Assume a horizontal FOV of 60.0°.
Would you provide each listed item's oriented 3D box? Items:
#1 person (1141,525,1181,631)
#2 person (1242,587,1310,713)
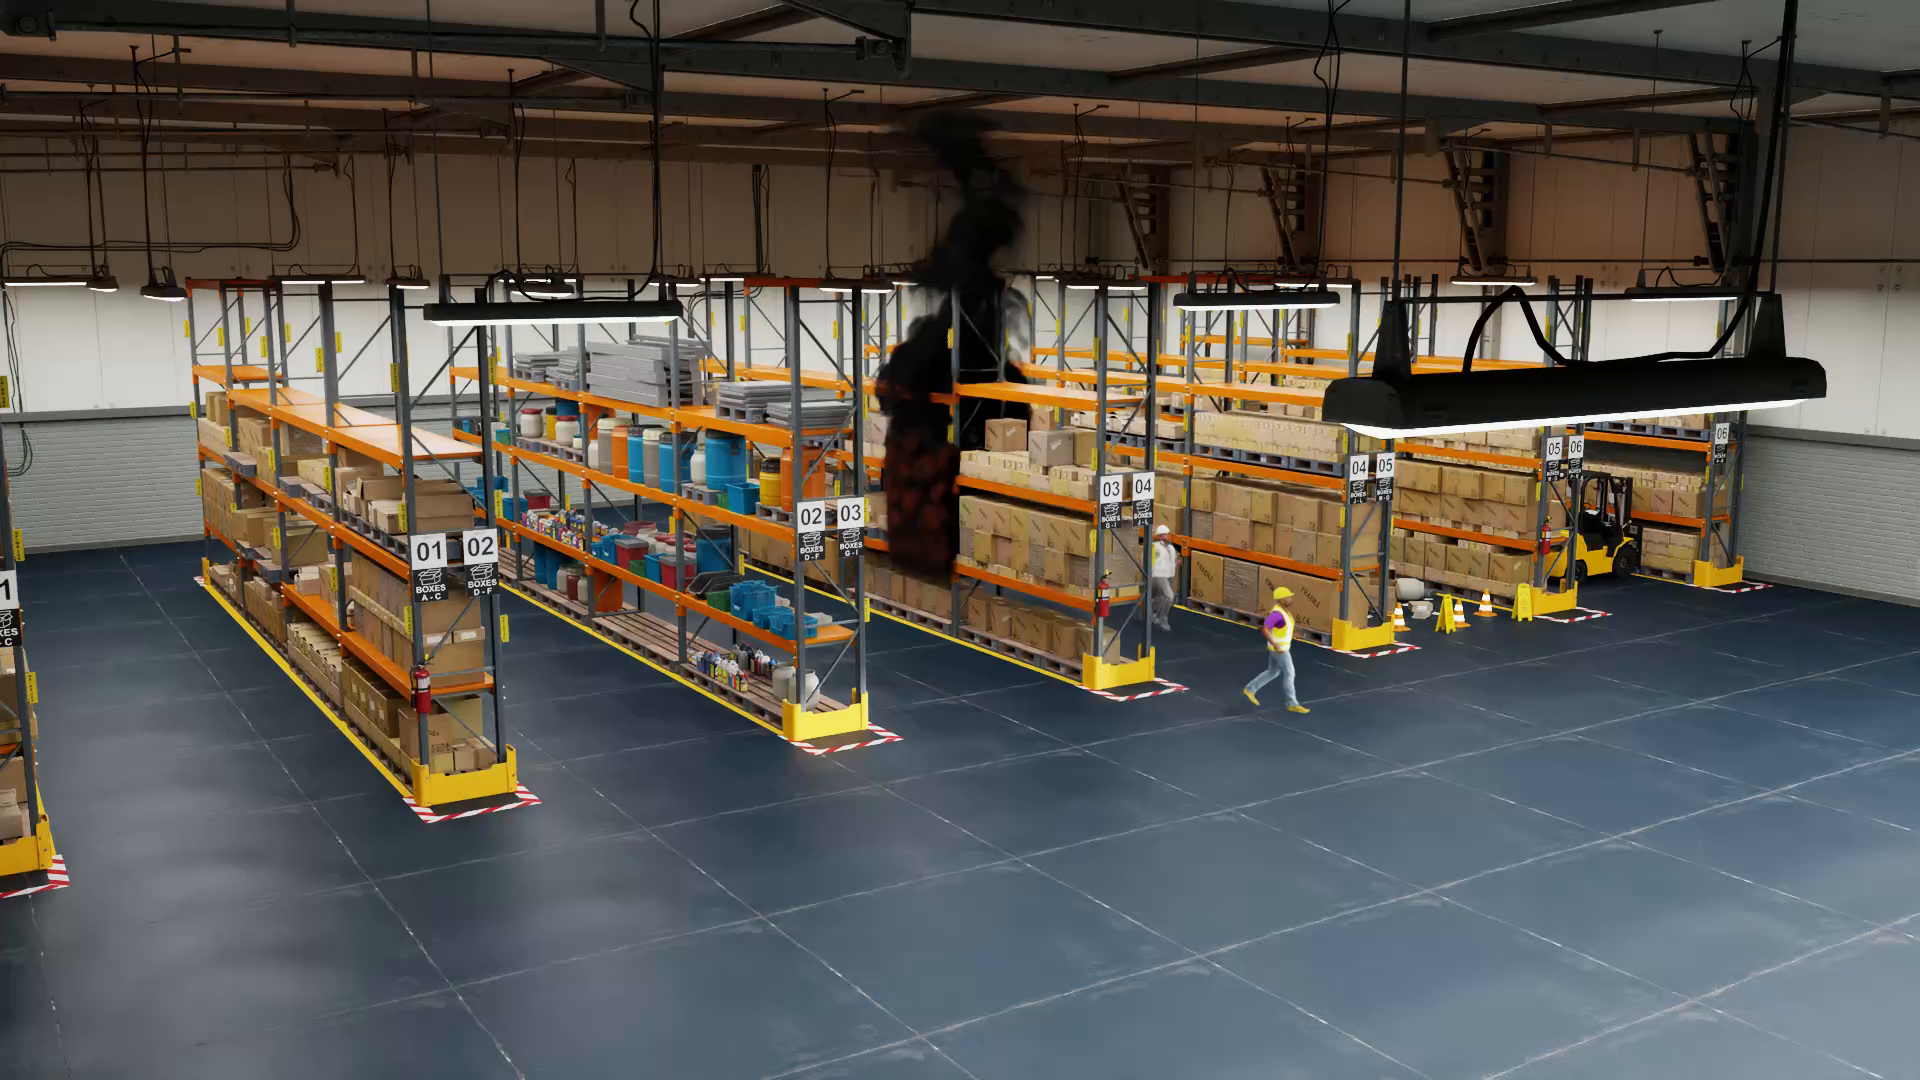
[{"bbox_3d":[3.520,0.655,28.821,0.749,1.831,0.624,9,13,43],"label":"person"},{"bbox_3d":[4.469,1.523,23.413,0.946,1.764,0.702,2,10,11],"label":"person"}]
